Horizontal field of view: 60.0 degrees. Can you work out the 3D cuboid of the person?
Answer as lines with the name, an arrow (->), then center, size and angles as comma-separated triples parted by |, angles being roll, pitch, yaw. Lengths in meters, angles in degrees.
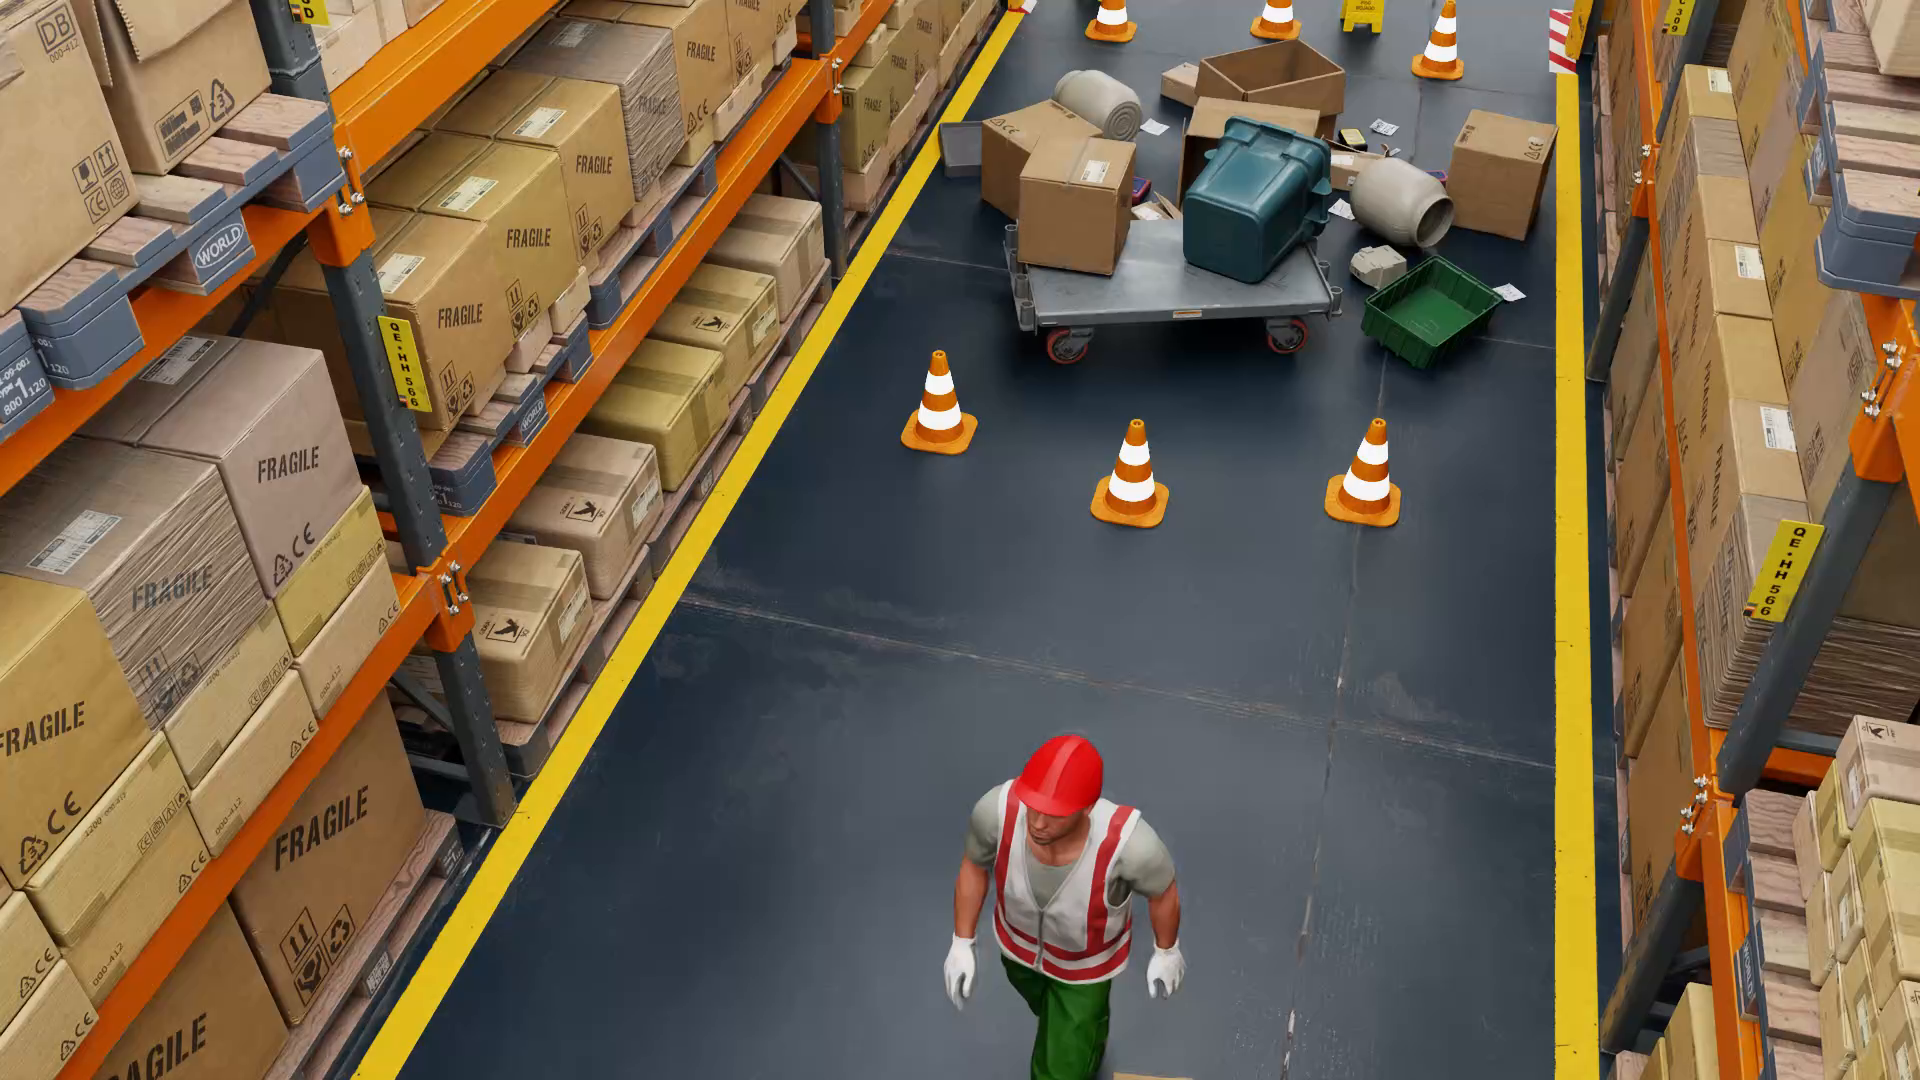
person -> 0.314, 1.271, 4.870 | 0.638, 1.574, 0.618 | 20, 45, 22
